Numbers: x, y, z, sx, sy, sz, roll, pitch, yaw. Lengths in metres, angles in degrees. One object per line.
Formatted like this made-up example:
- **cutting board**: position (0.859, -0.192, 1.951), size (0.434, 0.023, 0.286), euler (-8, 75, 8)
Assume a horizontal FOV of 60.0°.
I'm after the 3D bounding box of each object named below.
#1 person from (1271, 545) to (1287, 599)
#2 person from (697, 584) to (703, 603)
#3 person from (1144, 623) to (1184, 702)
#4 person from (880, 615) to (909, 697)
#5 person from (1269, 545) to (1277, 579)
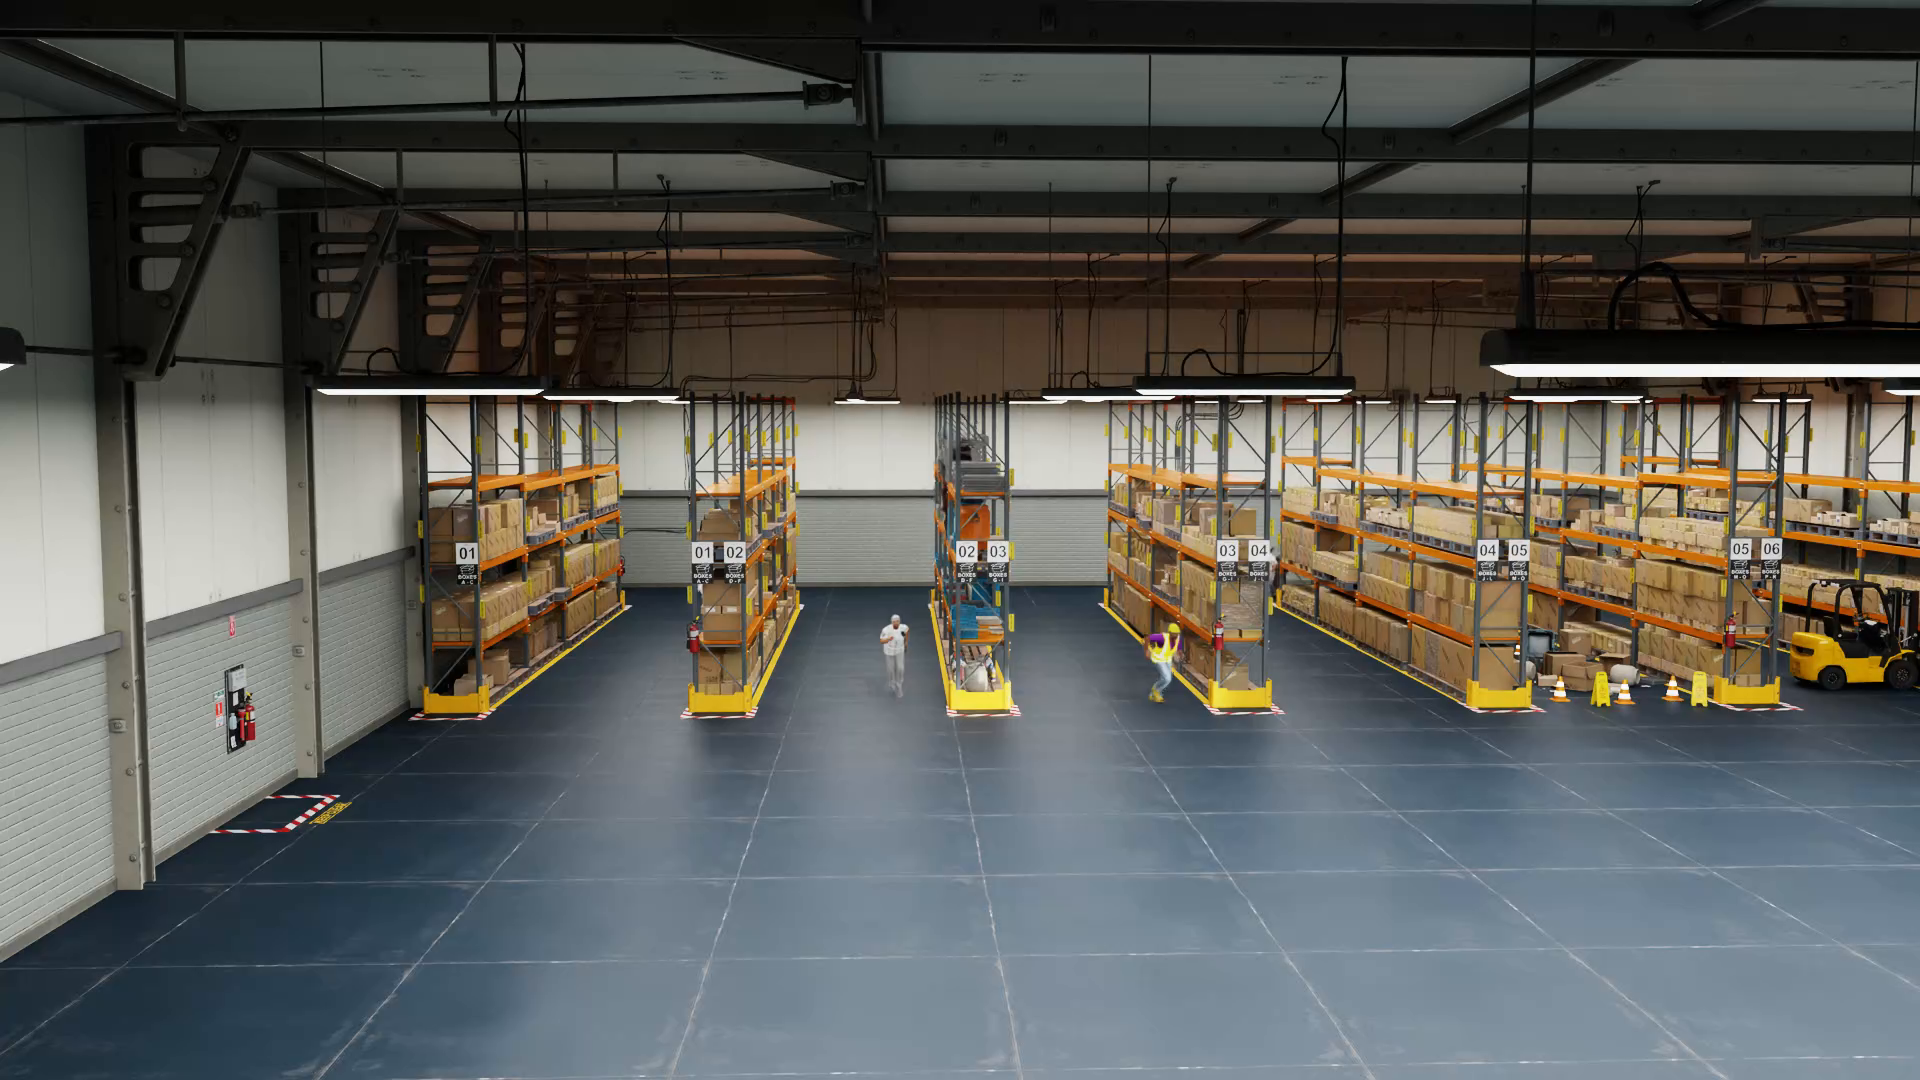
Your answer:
- **person**: position (9.466, 0.961, 48.893), size (0.828, 1.728, 0.657), euler (1, 5, 8)
- **person**: position (-6.336, 1.494, 42.001), size (0.606, 1.717, 0.874), euler (-1, 5, -11)
- **person**: position (3.901, 2.365, 31.940), size (0.740, 1.579, 0.897), euler (-3, 5, -32)
- **person**: position (-1.292, 2.272, 32.969), size (0.593, 1.642, 0.892), euler (0, 5, -5)
- **person**: position (8.905, 0.971, 48.708), size (0.546, 1.699, 0.705), euler (-2, 5, -19)
